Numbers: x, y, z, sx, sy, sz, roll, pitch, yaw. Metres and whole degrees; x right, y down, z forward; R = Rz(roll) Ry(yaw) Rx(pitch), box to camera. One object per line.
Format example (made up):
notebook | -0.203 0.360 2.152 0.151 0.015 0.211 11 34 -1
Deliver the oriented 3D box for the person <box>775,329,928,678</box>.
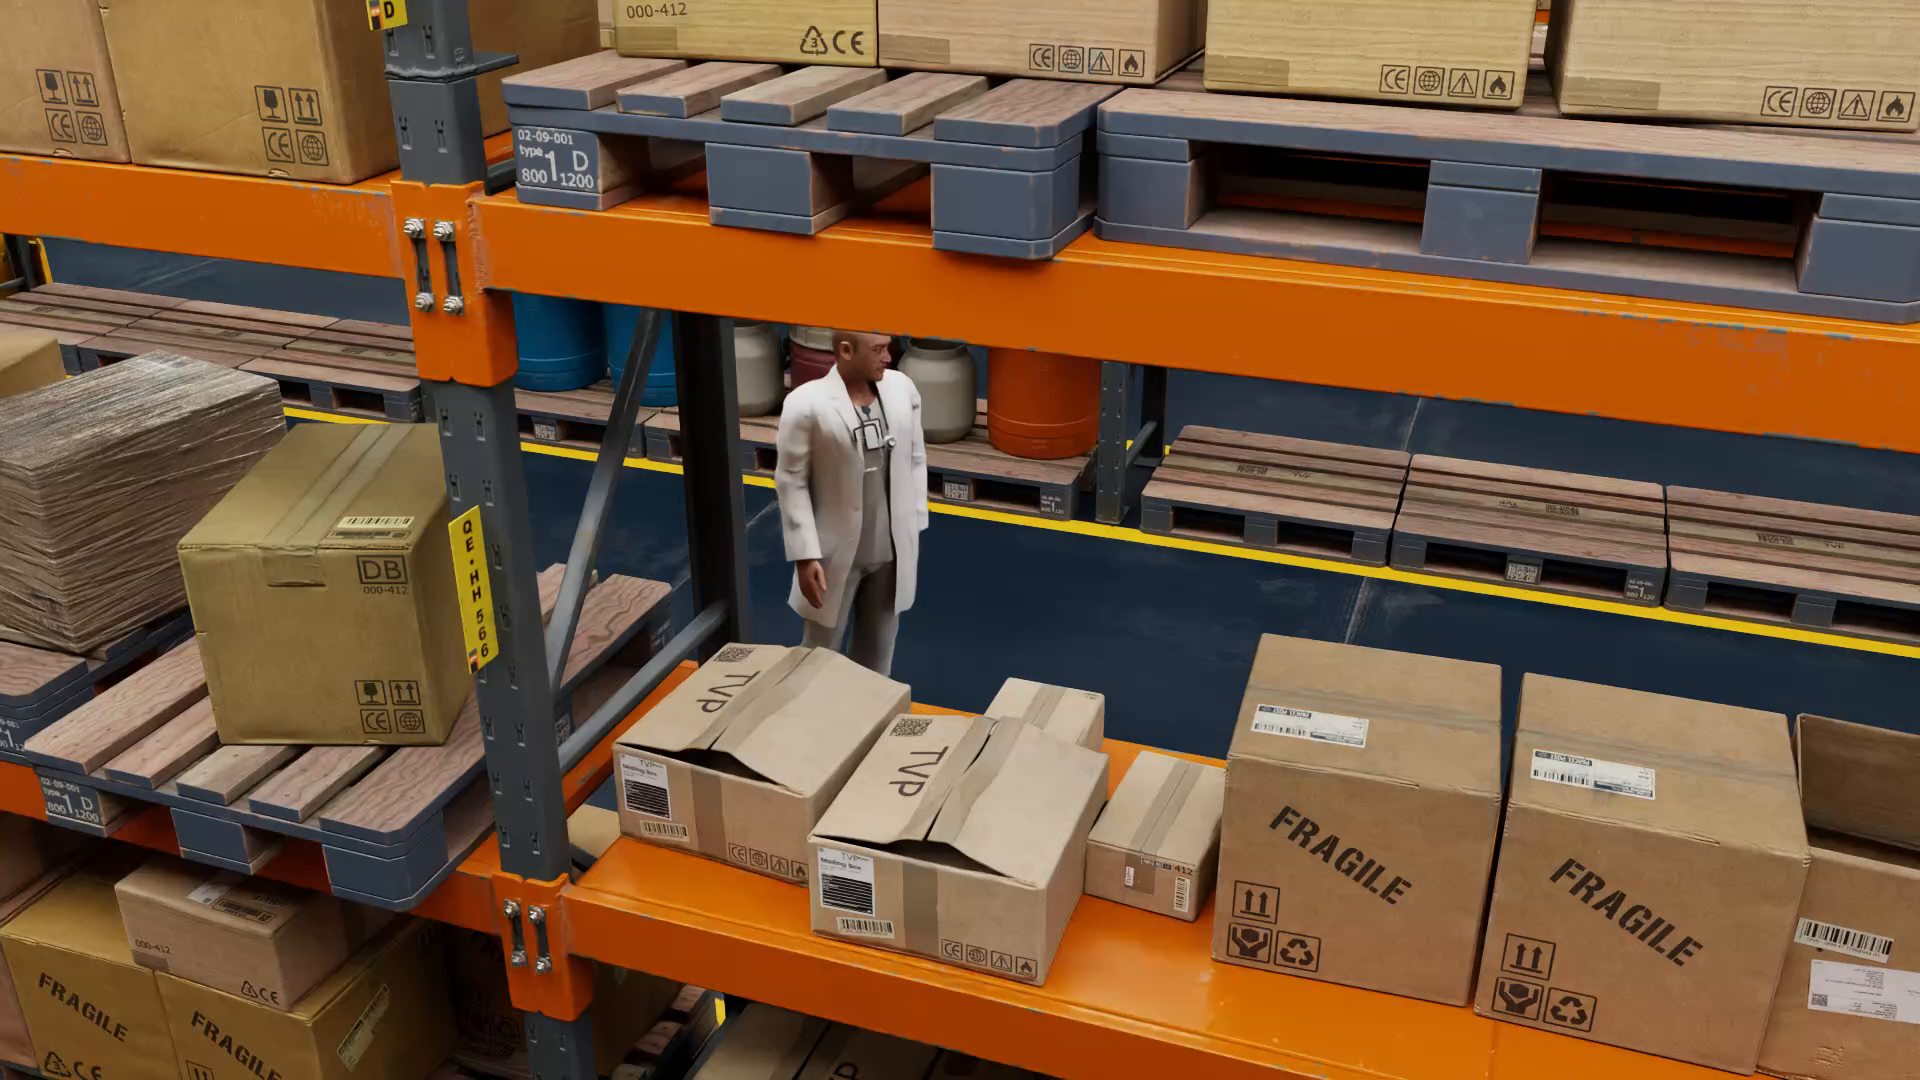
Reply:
person | -0.431 0.030 6.026 0.720 1.781 0.445 -12 28 -23
